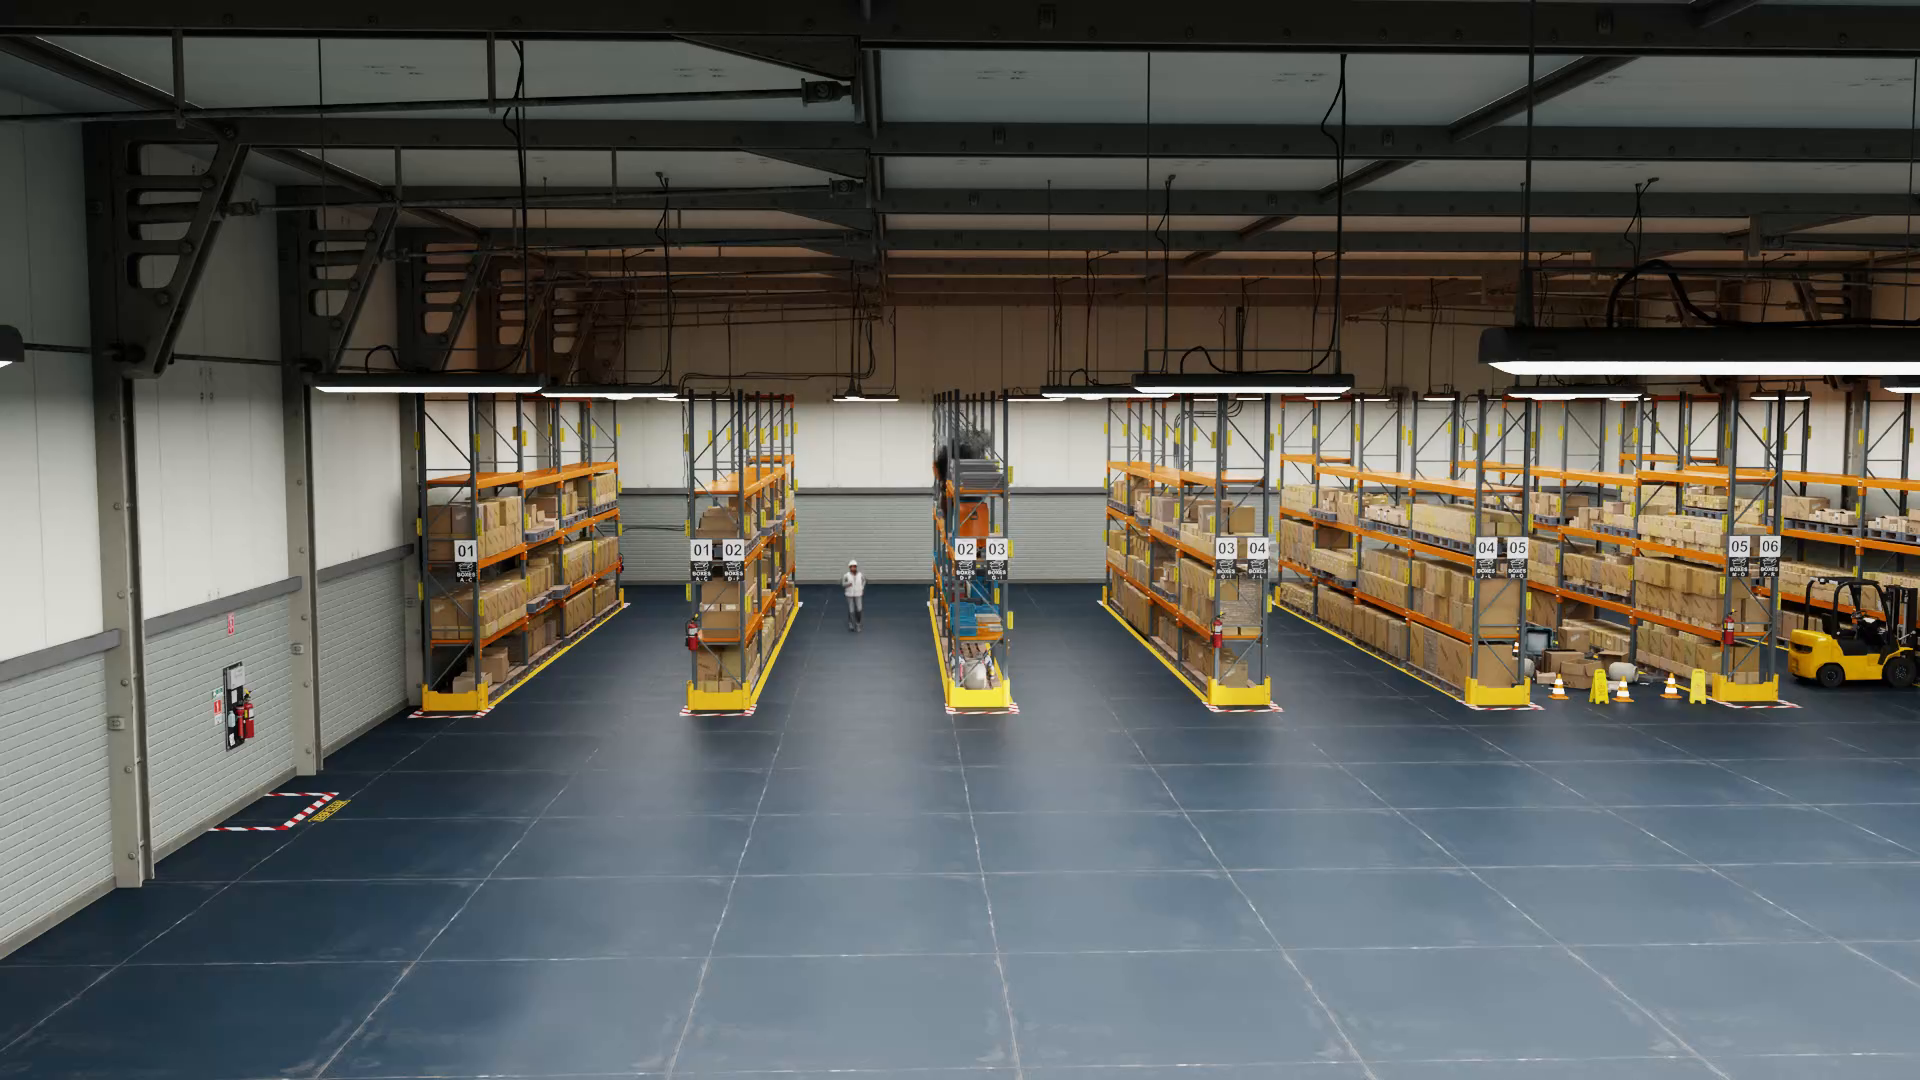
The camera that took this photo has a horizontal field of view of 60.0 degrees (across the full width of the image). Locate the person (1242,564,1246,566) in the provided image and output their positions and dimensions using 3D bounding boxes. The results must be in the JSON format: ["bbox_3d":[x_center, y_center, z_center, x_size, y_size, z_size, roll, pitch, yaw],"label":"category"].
[{"bbox_3d":[8.444,0.922,48.241,0.791,1.738,0.741,-4,6,-38],"label":"person"}]

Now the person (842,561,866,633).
[{"bbox_3d":[-2.664,1.431,41.883,0.637,1.817,0.711,-1,5,-10],"label":"person"}]

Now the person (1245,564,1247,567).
[{"bbox_3d":[7.942,1.200,45.059,0.645,1.732,0.636,0,5,3],"label":"person"}]
